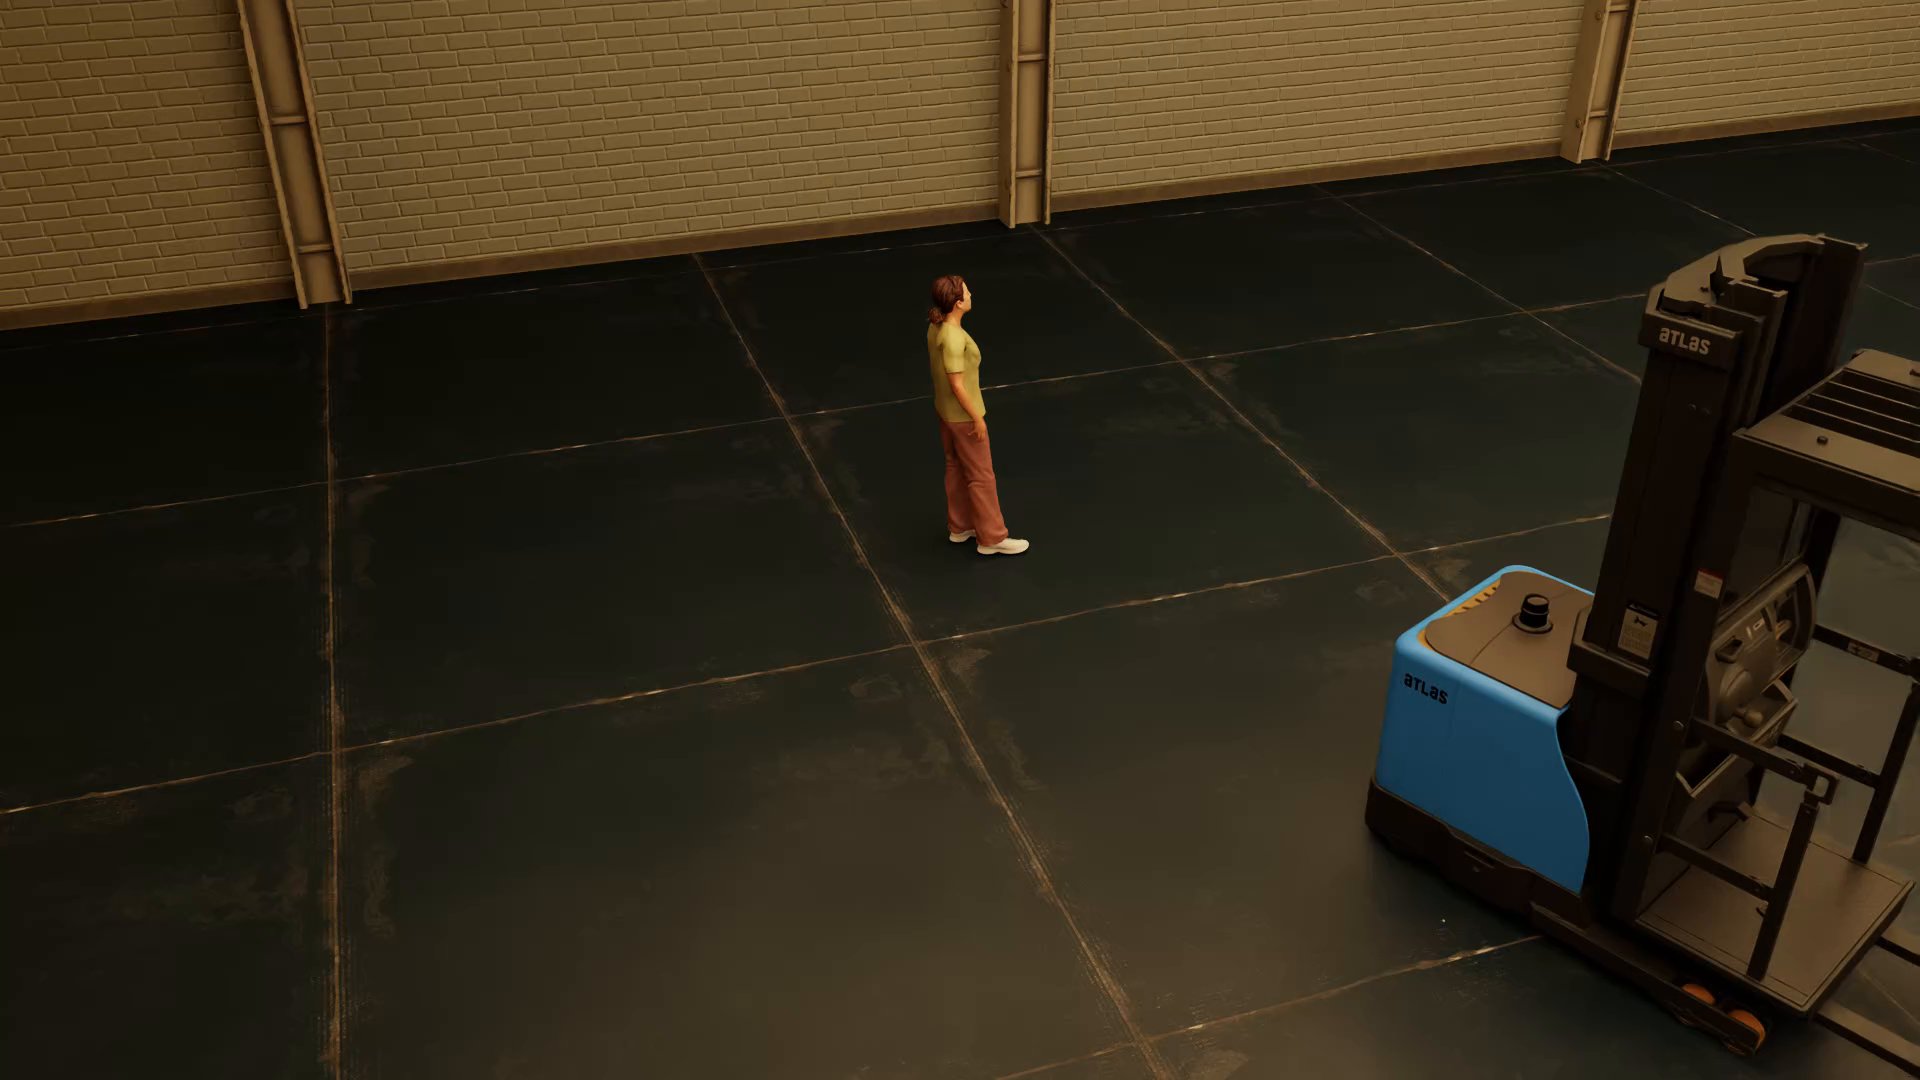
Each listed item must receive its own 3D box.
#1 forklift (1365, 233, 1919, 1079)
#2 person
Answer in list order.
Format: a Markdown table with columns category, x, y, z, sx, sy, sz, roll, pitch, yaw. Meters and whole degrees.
| category | x | y | z | sx | sy | sz | roll | pitch | yaw |
| --- | --- | --- | --- | --- | --- | --- | --- | --- | --- |
| forklift | 3.235 | 0.453 | 6.299 | 1.130 | 2.935 | 3.031 | -25 | 38 | -36 |
| person | 0.074 | -0.739 | 9.615 | 0.548 | 1.673 | 0.553 | -10 | 31 | -16 |
